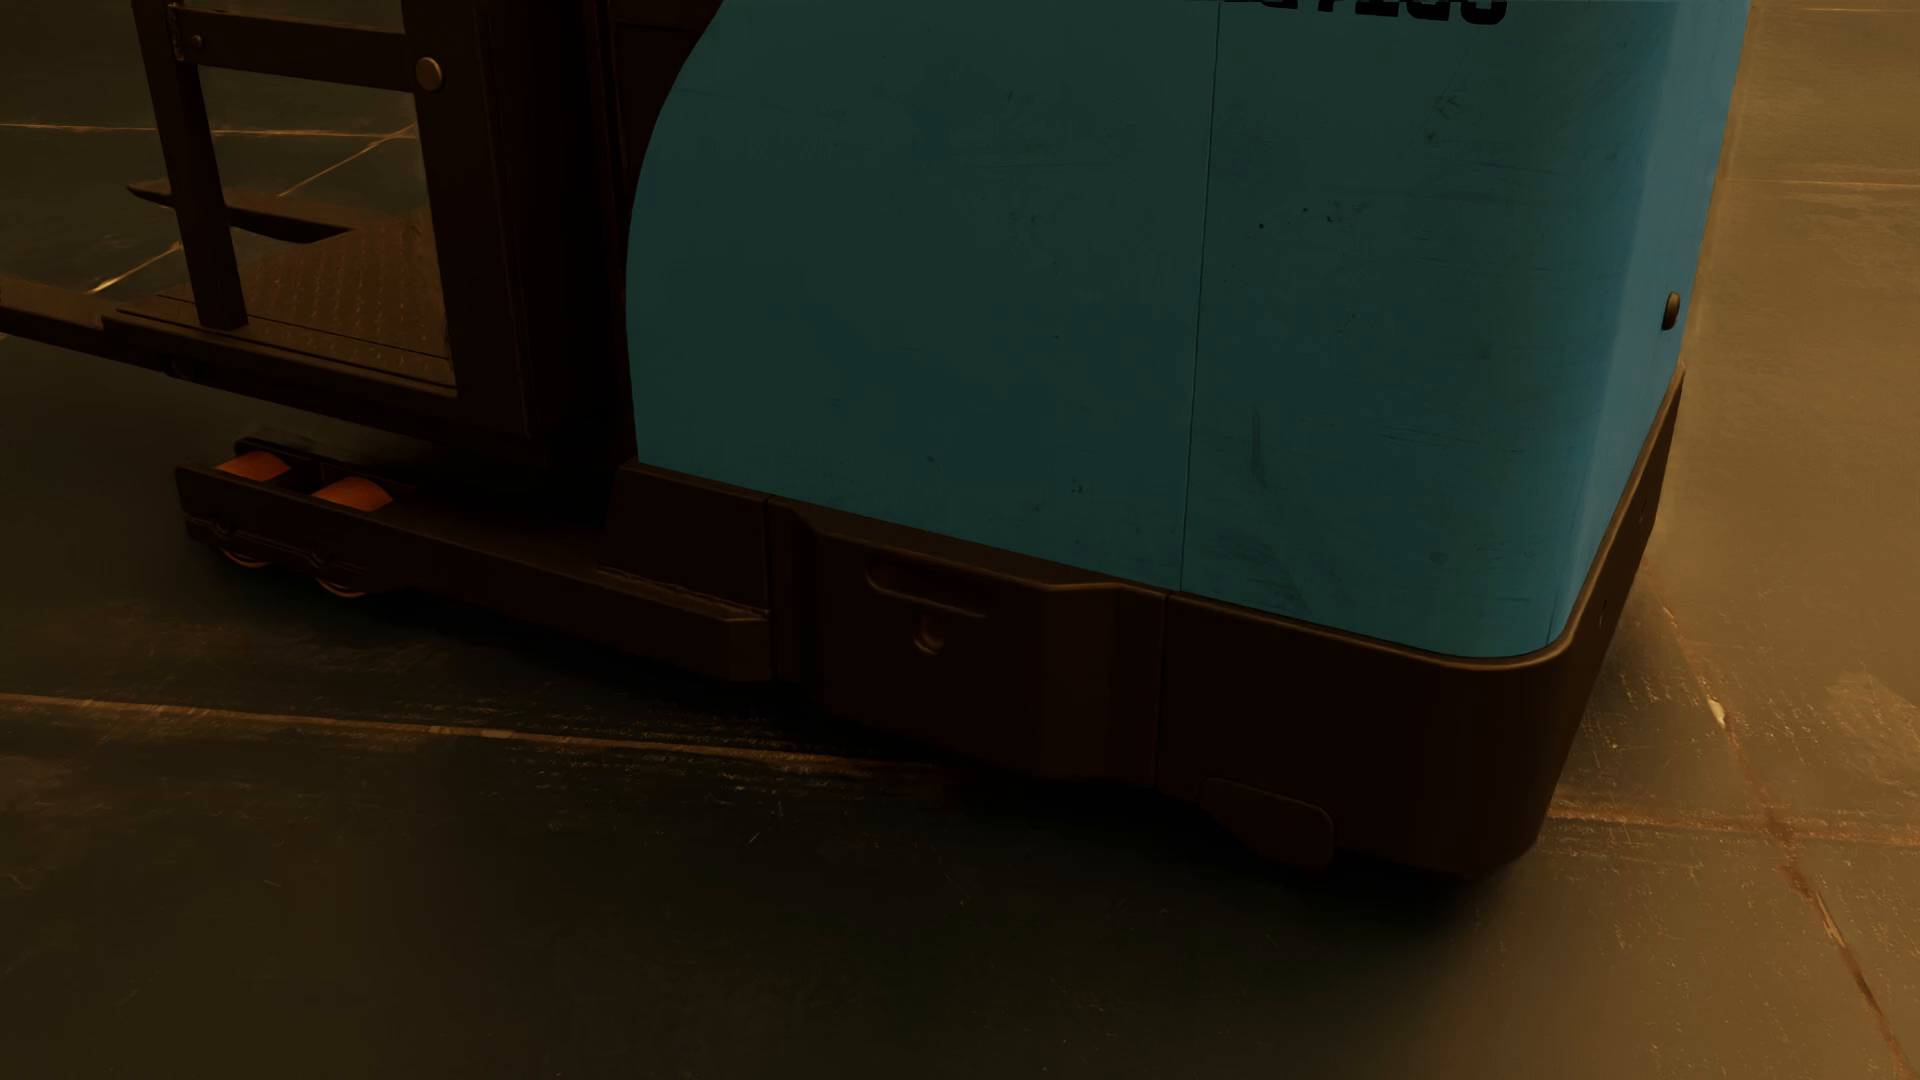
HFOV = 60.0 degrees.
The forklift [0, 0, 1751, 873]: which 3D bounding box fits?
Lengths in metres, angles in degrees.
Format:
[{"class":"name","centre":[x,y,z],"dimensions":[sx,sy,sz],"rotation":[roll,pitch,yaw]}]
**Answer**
[{"class":"forklift","centre":[-0.542,-1.422,2.067],"dimensions":[3.031,2.935,1.130],"rotation":[14,30,25]}]
